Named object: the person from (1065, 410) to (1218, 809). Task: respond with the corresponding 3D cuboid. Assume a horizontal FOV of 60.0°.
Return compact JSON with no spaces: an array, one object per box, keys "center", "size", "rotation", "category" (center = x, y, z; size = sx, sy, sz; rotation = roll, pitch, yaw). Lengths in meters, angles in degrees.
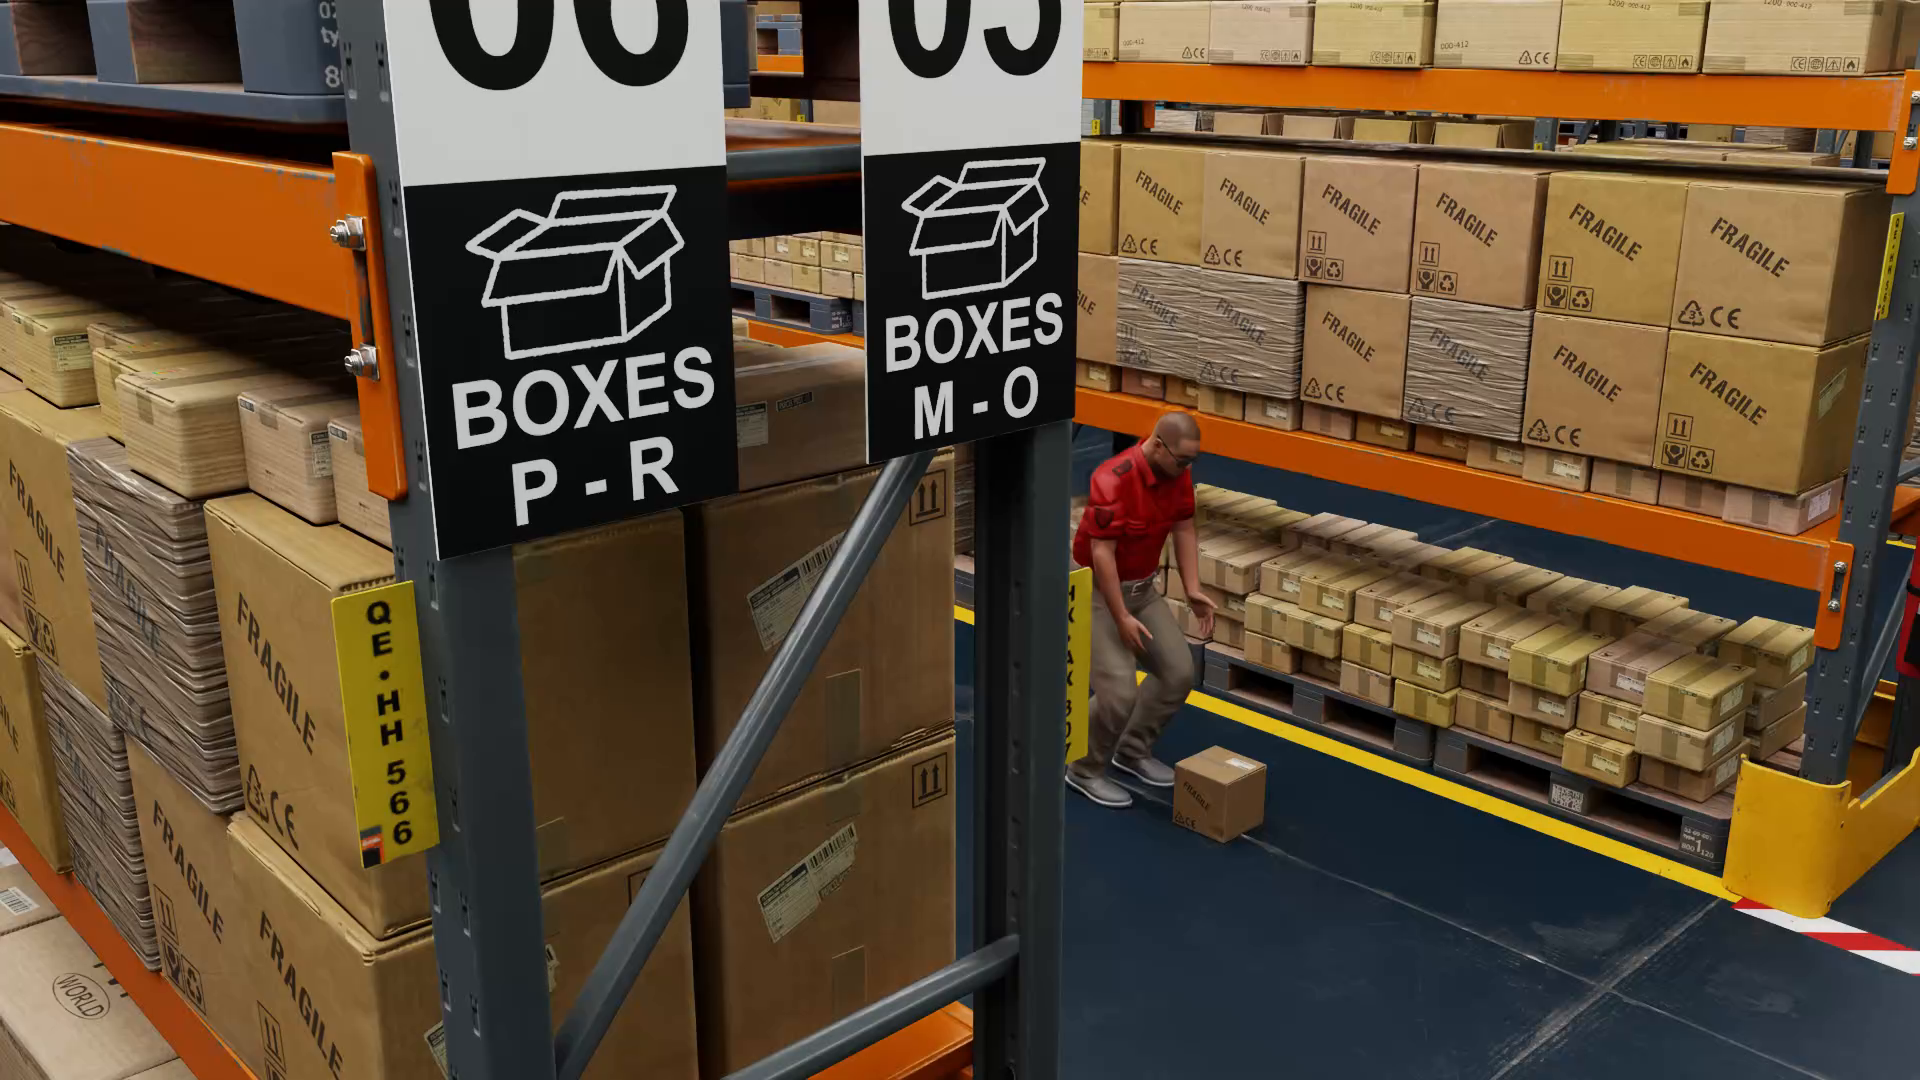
[{"center":[0.687,0.239,6.562],"size":[0.578,1.588,0.550],"rotation":[-15,23,-41],"category":"person"}]
